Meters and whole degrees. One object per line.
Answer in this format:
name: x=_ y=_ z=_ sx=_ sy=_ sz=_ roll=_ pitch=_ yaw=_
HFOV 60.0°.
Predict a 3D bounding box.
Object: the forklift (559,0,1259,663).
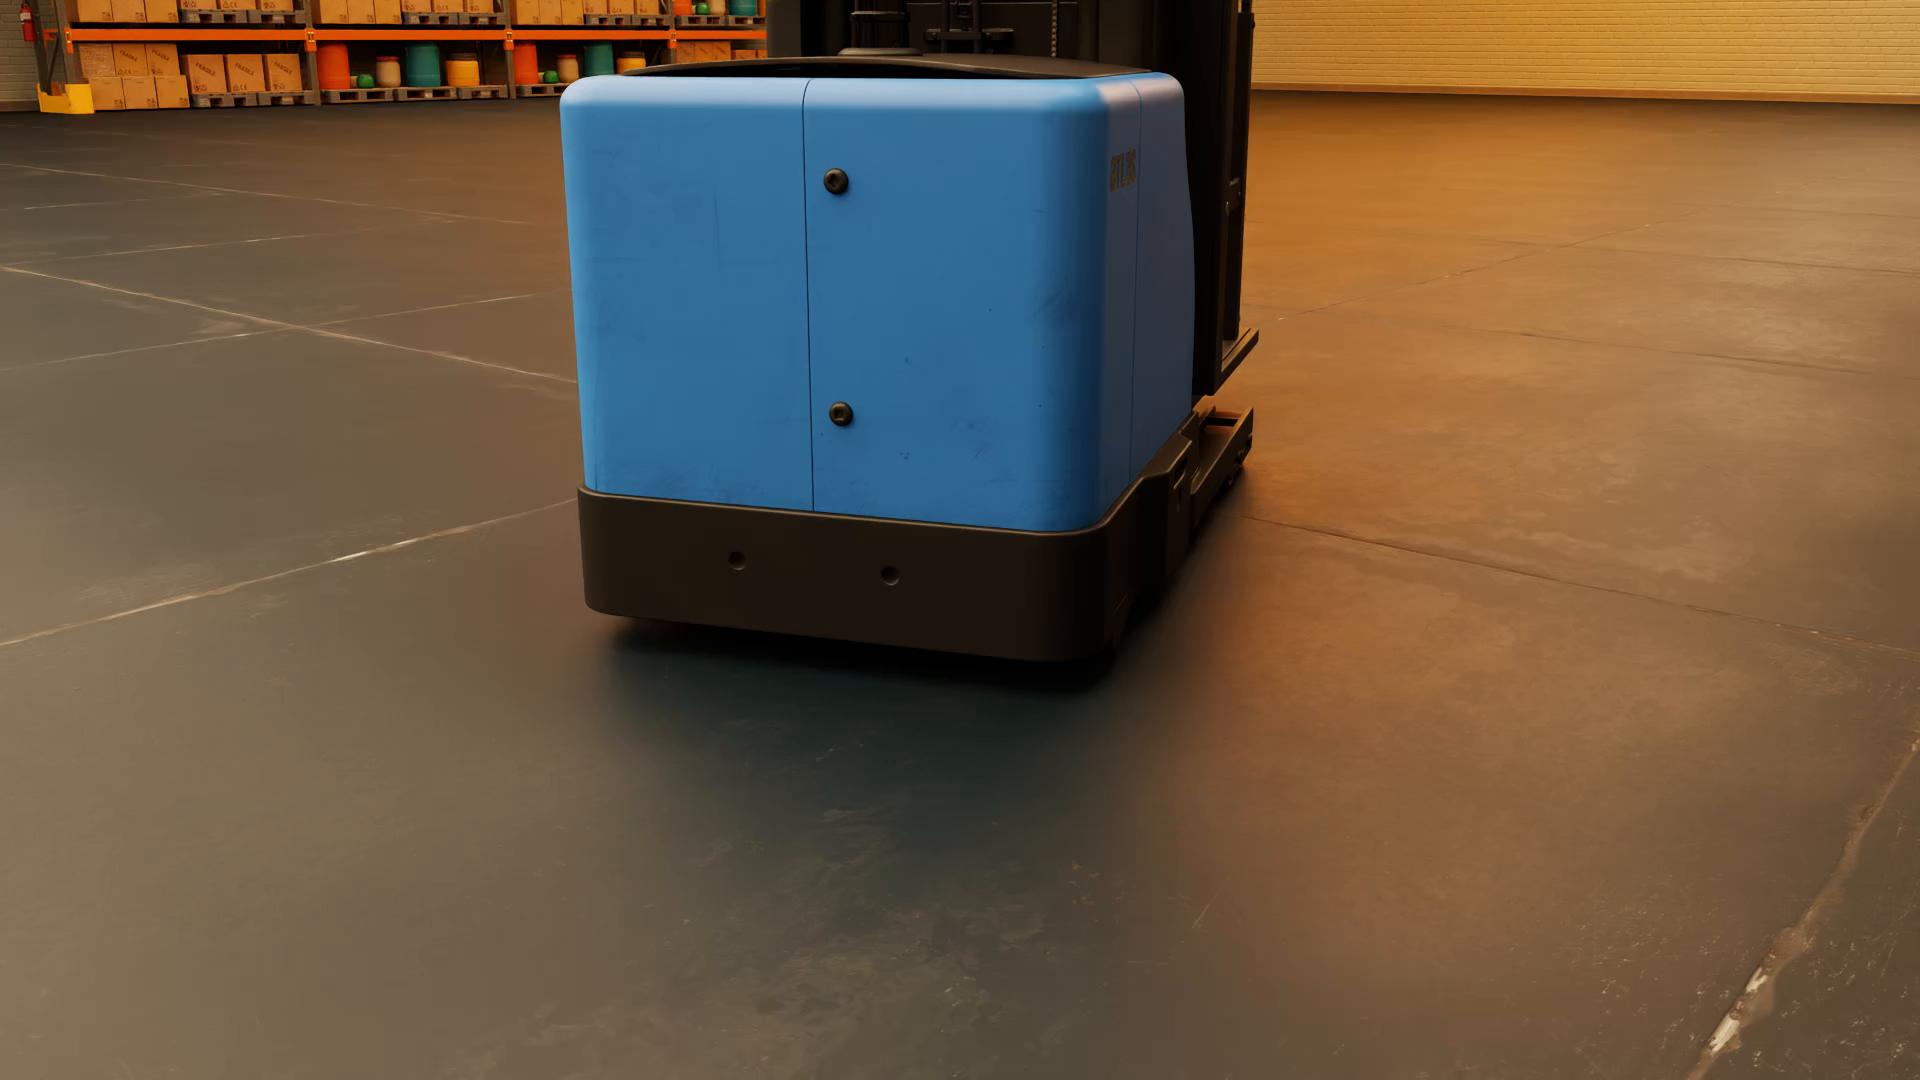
forklift: x=0.182 y=-1.571 z=4.072 sx=1.130 sy=2.935 sz=3.031 roll=5 pitch=18 yaw=17
